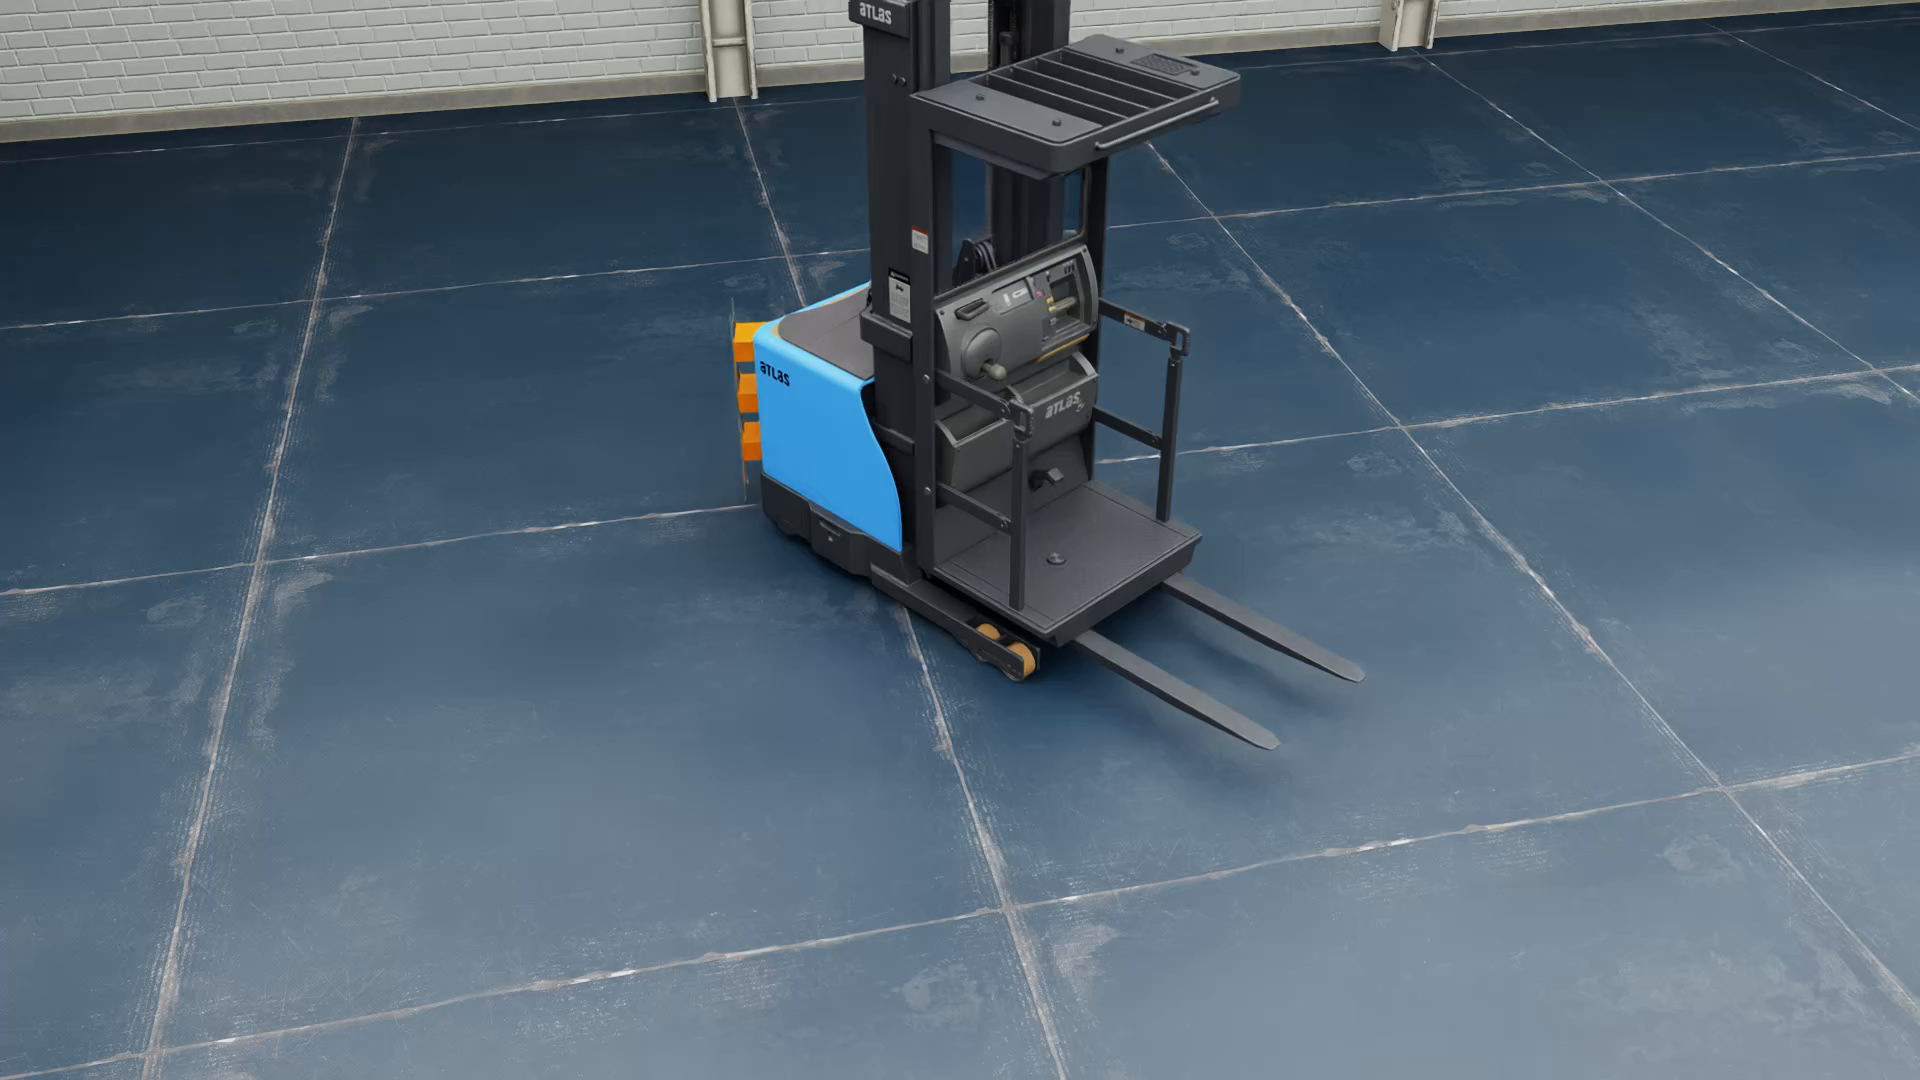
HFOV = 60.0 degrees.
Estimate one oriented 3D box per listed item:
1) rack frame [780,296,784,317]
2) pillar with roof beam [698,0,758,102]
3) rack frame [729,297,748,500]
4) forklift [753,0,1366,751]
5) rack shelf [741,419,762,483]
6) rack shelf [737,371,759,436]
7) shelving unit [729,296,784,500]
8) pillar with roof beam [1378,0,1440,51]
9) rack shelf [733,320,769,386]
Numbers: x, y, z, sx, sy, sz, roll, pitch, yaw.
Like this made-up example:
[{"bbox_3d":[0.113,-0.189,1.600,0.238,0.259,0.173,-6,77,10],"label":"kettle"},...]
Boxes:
[{"bbox_3d":[-0.864,-0.704,8.357,0.008,1.050,0.200,-2,34,-3],"label":"rack frame"},{"bbox_3d":[-0.935,-5.083,7.749,0.400,9.000,9.100,-7,35,-11],"label":"pillar with roof beam"},{"bbox_3d":[-1.108,-0.695,8.344,0.008,1.050,0.200,-2,34,-3],"label":"rack frame"},{"bbox_3d":[0.406,-0.925,6.998,1.130,2.935,3.031,-29,43,-36],"label":"forklift"},{"bbox_3d":[-0.986,-0.460,8.511,0.240,0.259,0.215,-2,34,-3],"label":"rack shelf"},{"bbox_3d":[-0.986,-0.691,8.356,0.240,0.259,0.215,-2,34,-3],"label":"rack shelf"},{"bbox_3d":[-0.986,-0.700,8.350,0.252,1.050,0.215,-2,34,-3],"label":"shelving unit"},{"bbox_3d":[4.917,-5.821,8.848,0.400,9.000,9.100,-7,35,-11],"label":"pillar with roof beam"},{"bbox_3d":[-0.986,-0.927,8.198,0.240,0.259,0.215,-2,34,-3],"label":"rack shelf"}]
